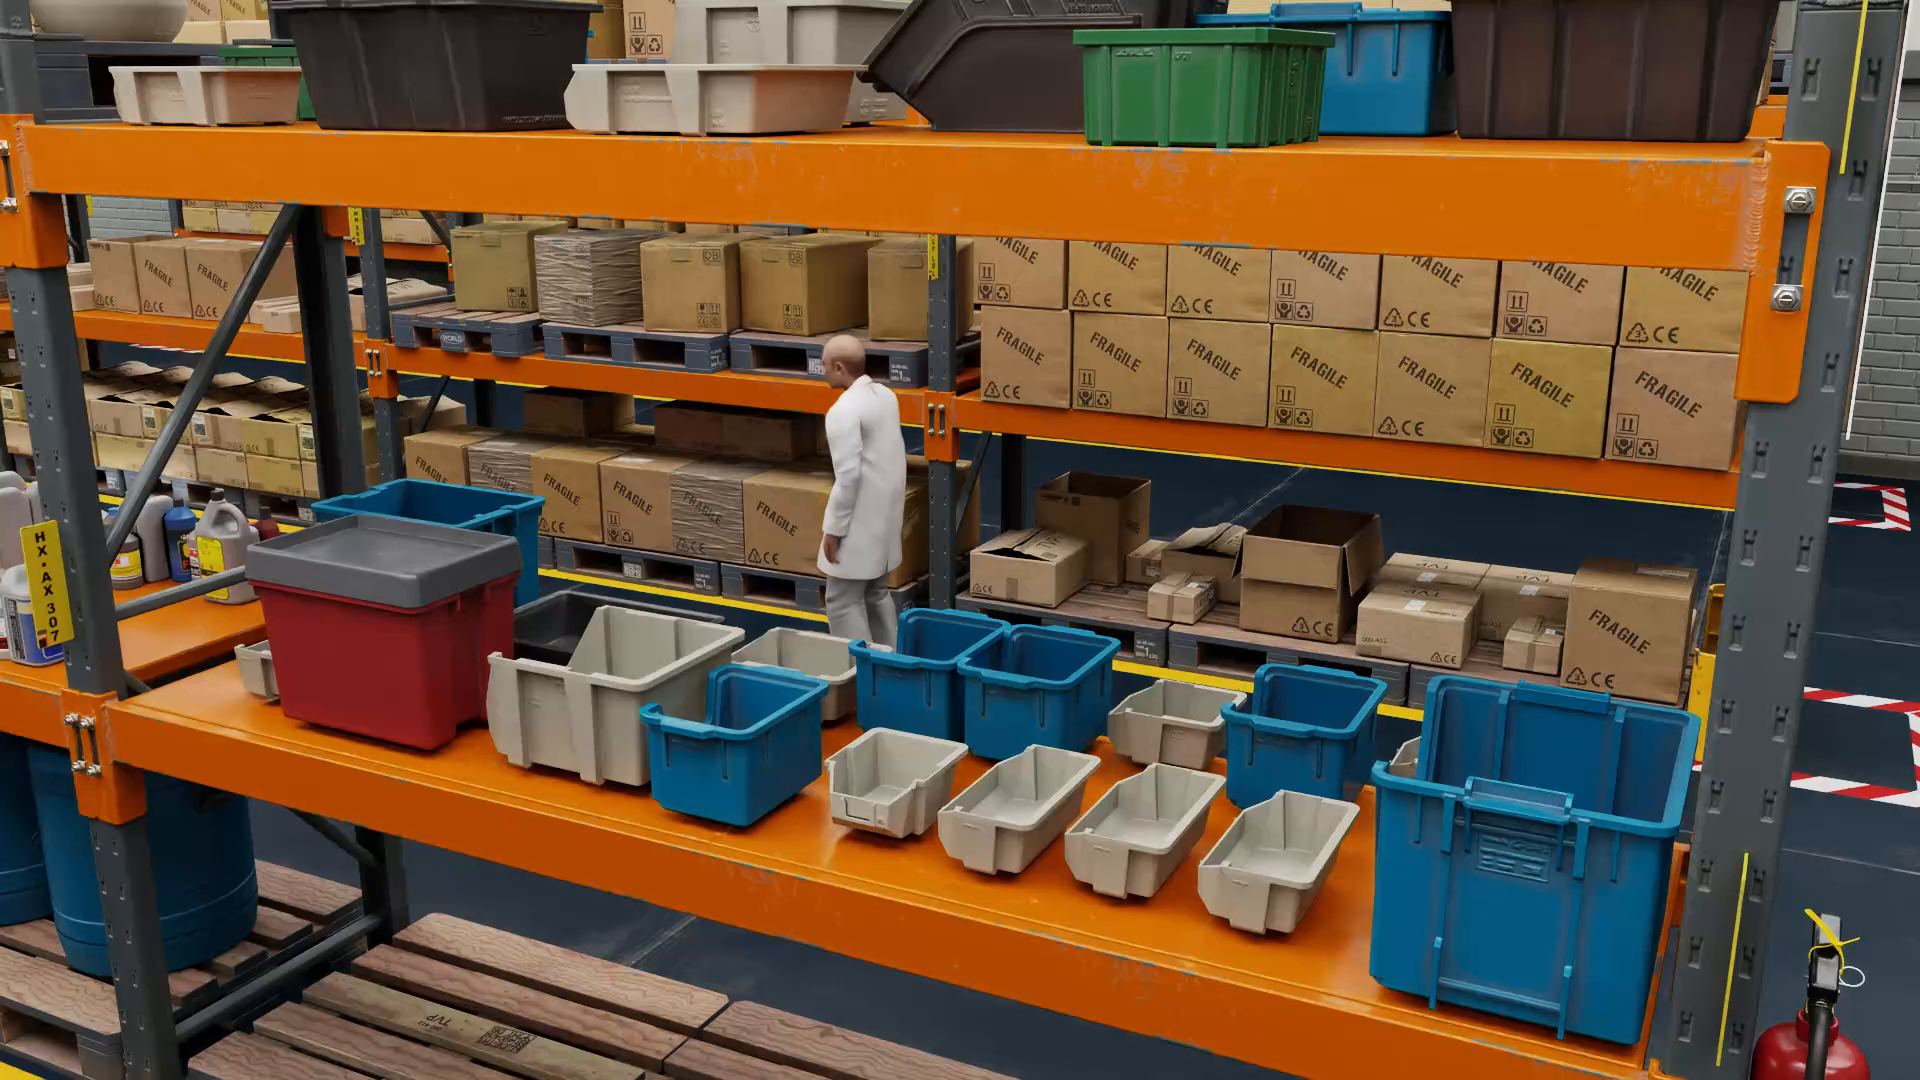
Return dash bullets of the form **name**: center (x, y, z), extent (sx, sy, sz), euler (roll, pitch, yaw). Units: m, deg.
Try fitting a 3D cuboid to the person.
- **person**: center (-0.477, -0.089, 7.877), extent (0.429, 1.772, 0.643), euler (7, 17, 23)
